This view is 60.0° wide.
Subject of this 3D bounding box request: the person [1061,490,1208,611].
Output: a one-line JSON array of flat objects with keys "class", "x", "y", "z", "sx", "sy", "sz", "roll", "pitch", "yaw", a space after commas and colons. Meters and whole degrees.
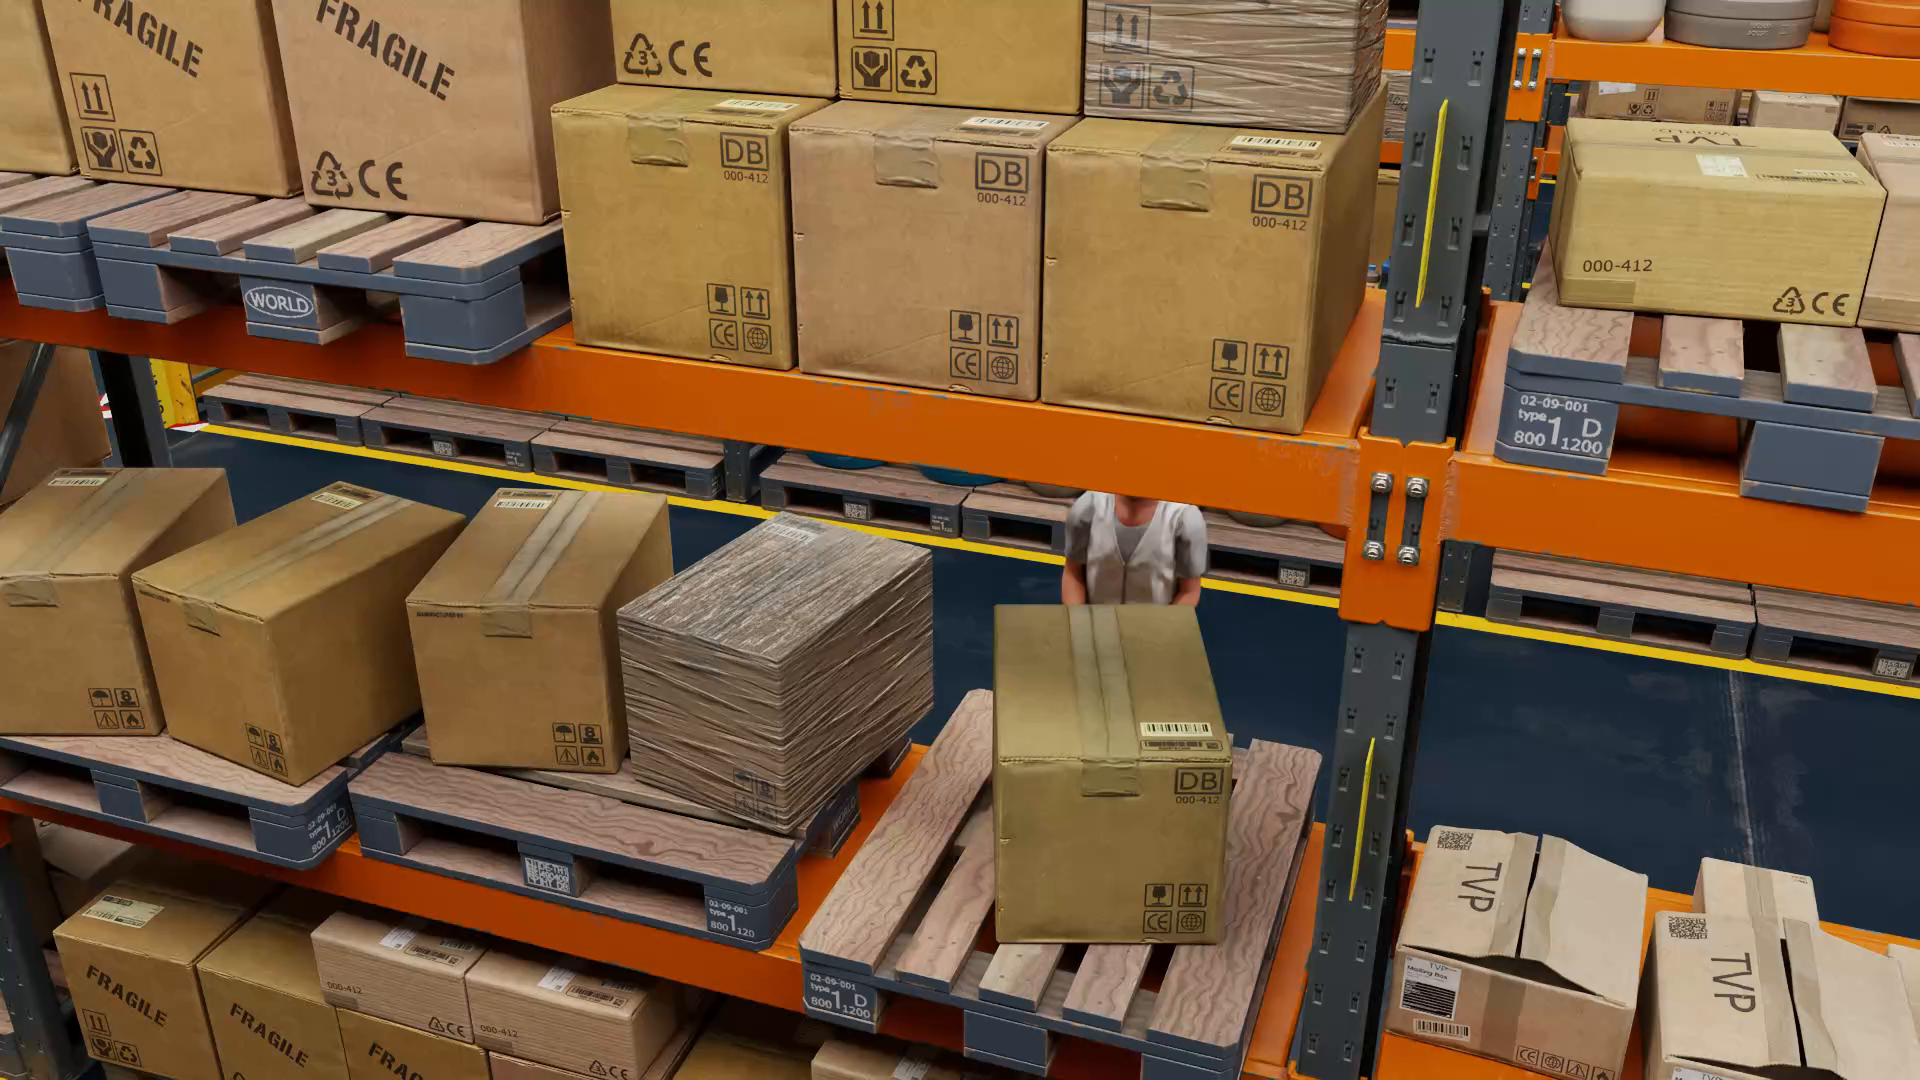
[{"class": "person", "x": 0.621, "y": 0.408, "z": 6.225, "sx": 0.531, "sy": 1.791, "sz": 0.486, "roll": 8, "pitch": 27, "yaw": 17}]
